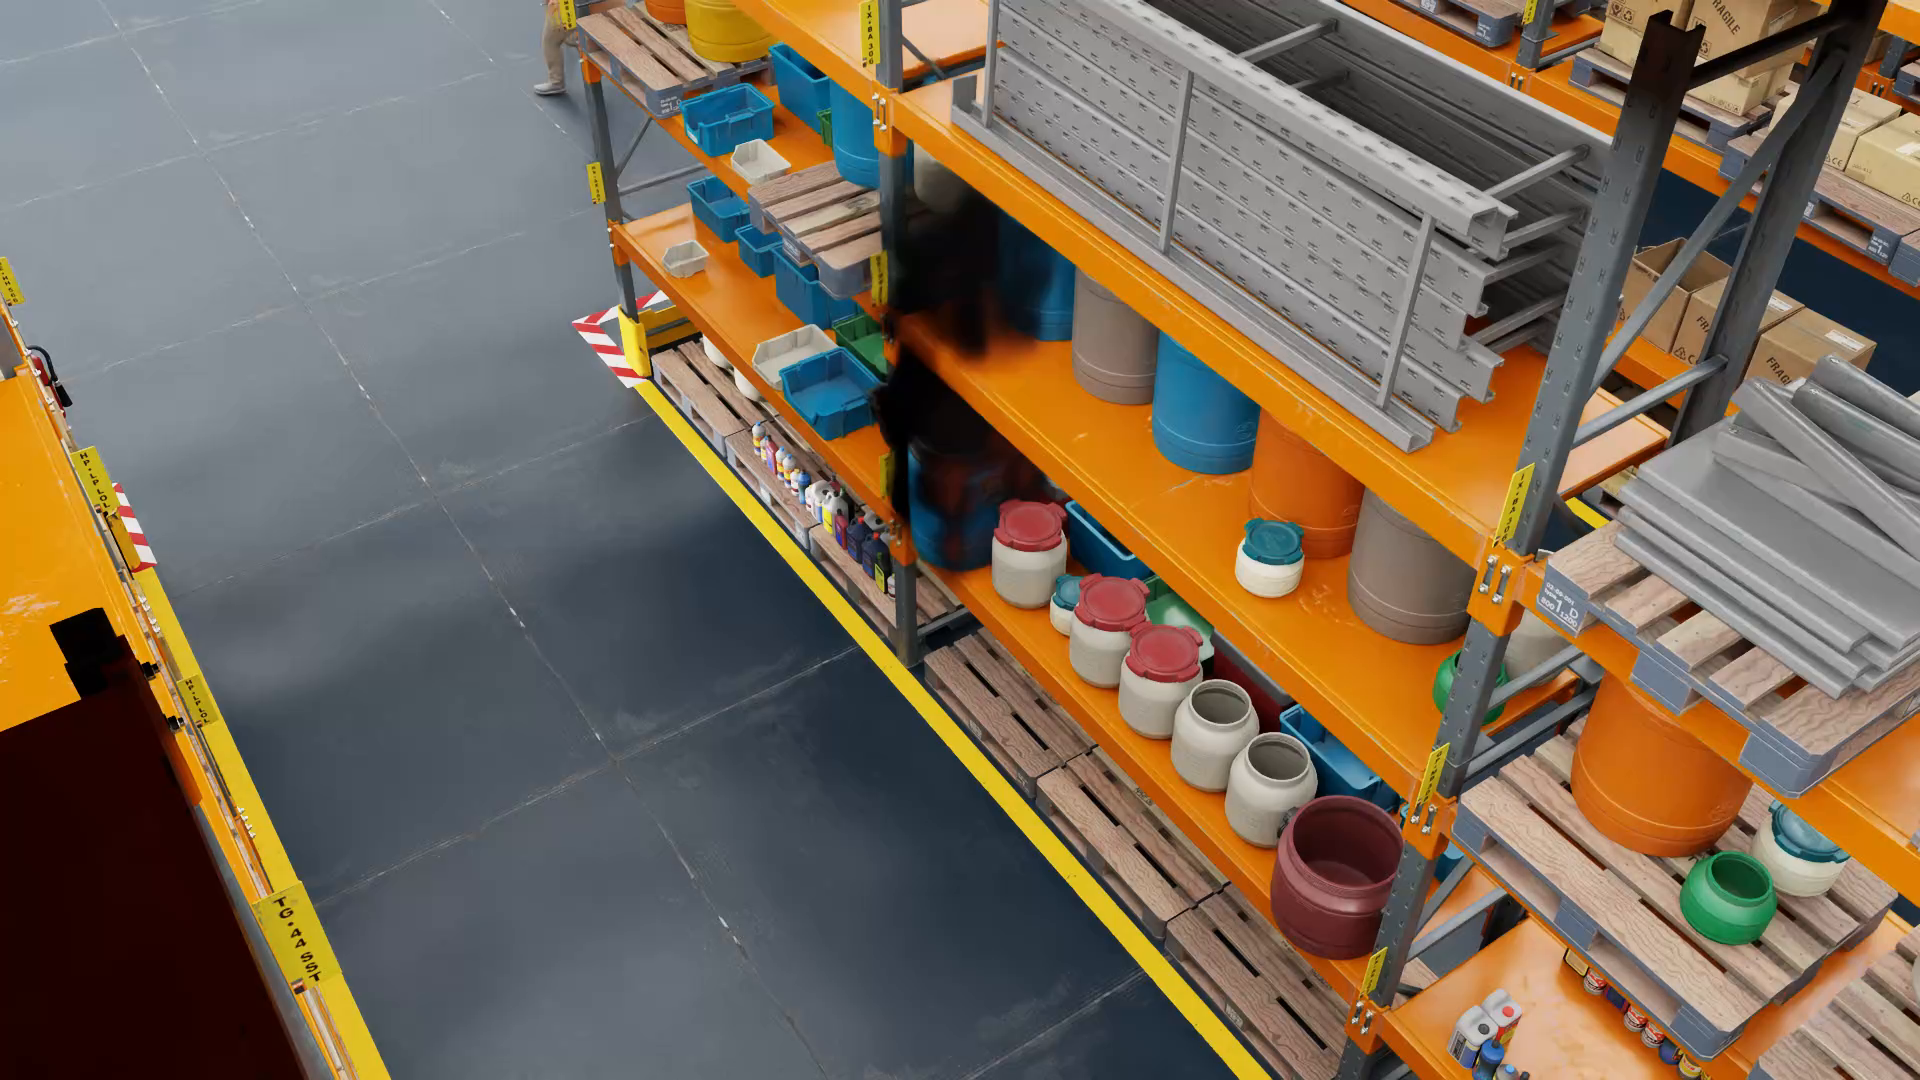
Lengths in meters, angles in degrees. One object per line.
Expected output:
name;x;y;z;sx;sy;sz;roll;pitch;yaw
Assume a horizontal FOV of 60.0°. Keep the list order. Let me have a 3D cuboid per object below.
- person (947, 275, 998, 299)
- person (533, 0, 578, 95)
person;0.171;-1.996;12.234;0.715;1.736;0.755;-32;51;-30
person;-3.830;-5.187;16.136;0.897;1.695;0.675;-10;44;-11
